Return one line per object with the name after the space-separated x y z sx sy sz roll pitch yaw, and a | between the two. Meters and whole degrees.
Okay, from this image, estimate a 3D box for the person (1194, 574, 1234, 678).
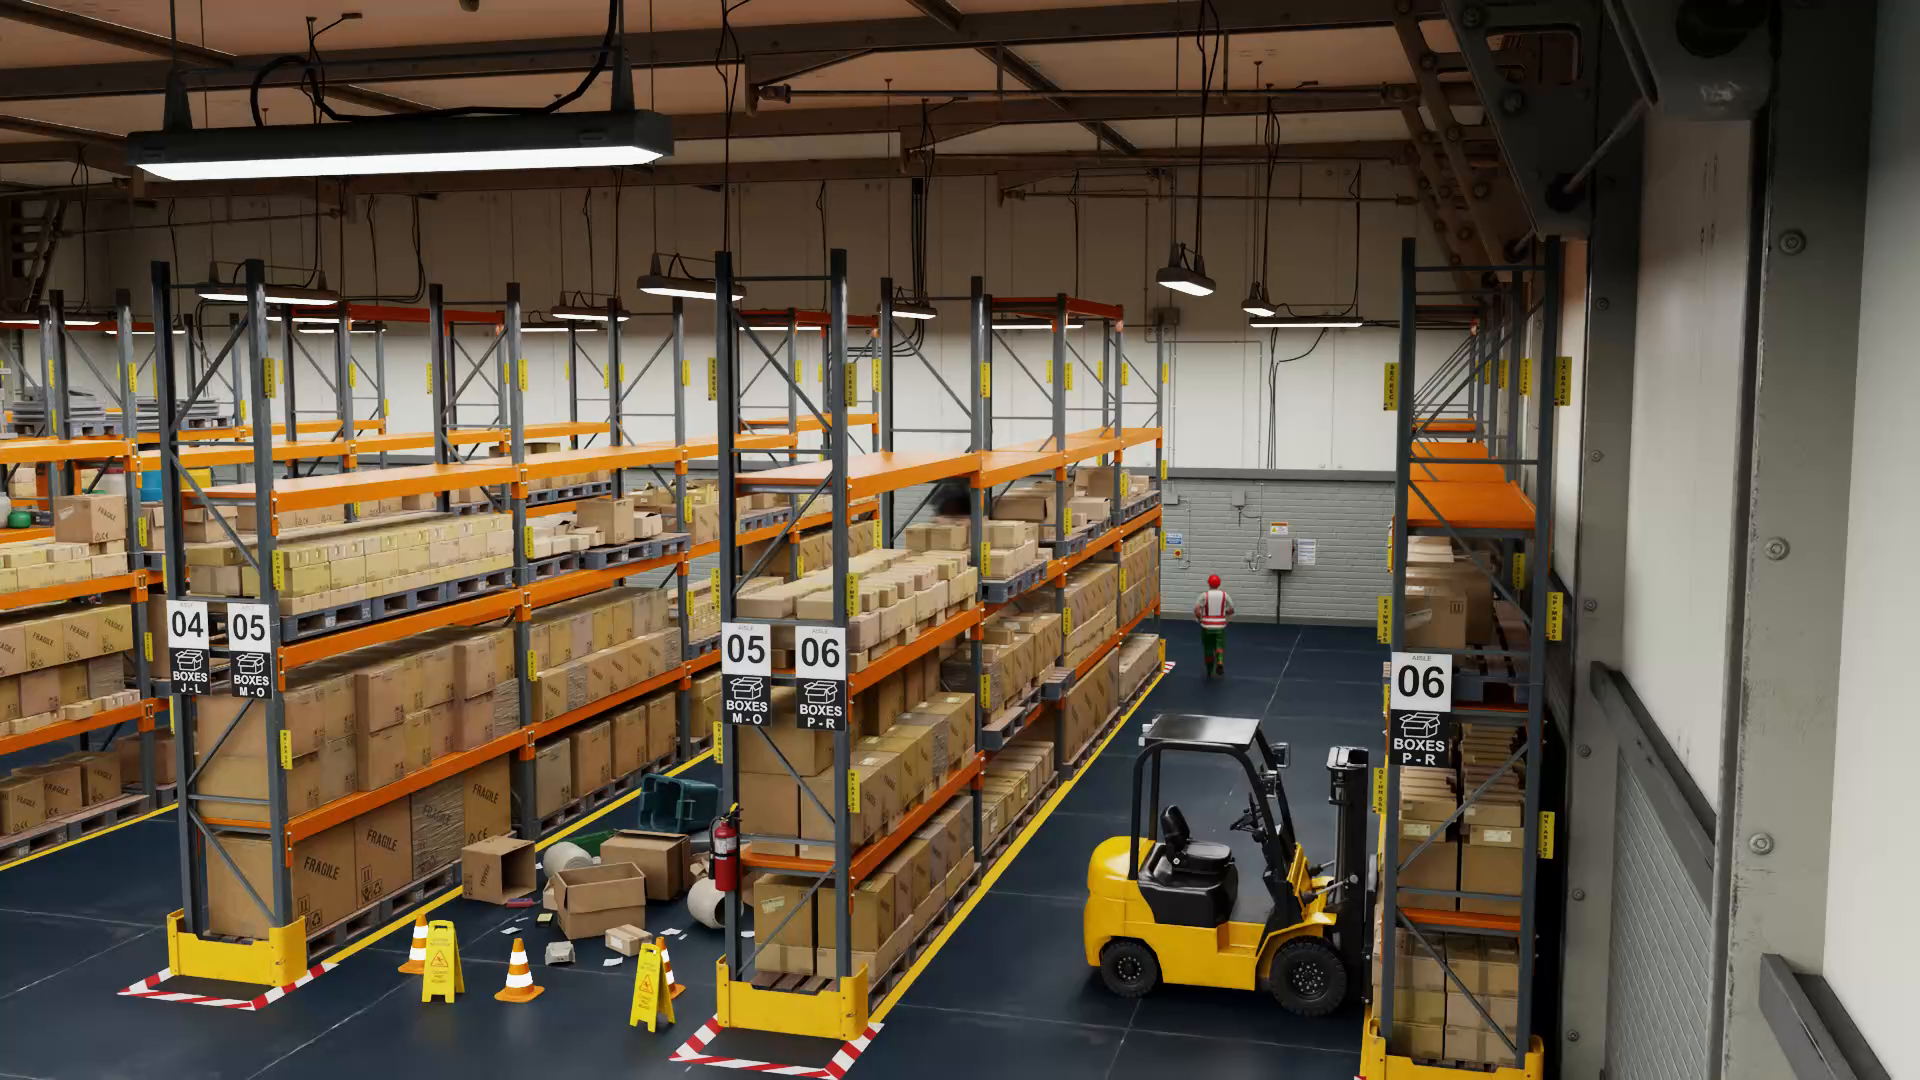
4.133 1.417 27.123 0.658 1.754 0.889 0 6 4 | person
